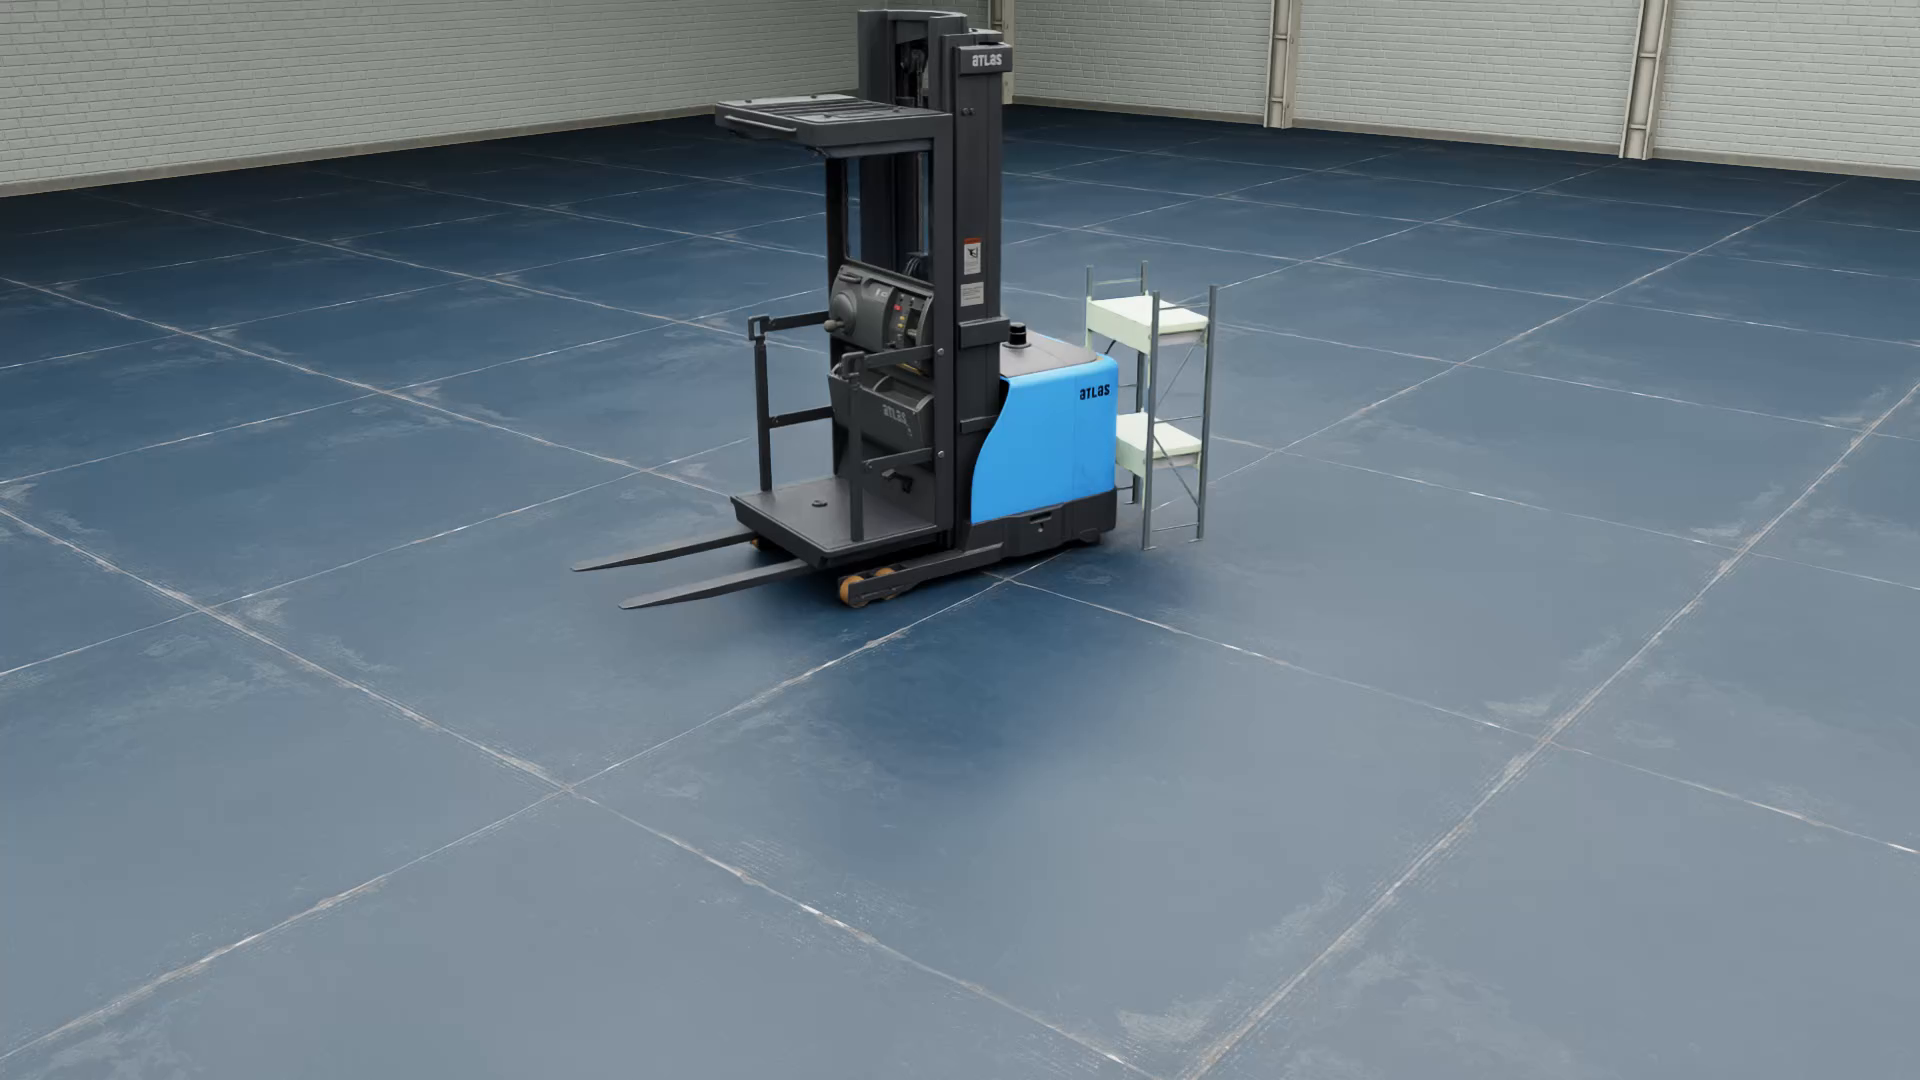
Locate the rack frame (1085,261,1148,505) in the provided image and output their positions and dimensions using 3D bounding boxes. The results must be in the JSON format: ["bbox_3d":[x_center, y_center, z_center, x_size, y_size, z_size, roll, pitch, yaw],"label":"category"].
[{"bbox_3d":[0.919,-0.907,9.947,0.400,1.500,0.023,-9,23,-23],"label":"rack frame"}]

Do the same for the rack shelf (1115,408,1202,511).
[{"bbox_3d":[1.074,-0.485,9.752,0.431,0.370,0.720,-9,23,-23],"label":"rack shelf"}]

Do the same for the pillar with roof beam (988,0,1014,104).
[{"bbox_3d":[-1.953,-11.408,27.168,0.400,9.000,9.100,16,26,36],"label":"pillar with roof beam"}]

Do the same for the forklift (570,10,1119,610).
[{"bbox_3d":[-0.597,-1.226,8.766,3.031,2.935,1.130,-14,25,-32],"label":"forklift"}]

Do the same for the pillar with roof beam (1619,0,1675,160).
[{"bbox_3d":[7.344,-8.731,20.068,0.400,9.000,9.100,16,26,36],"label":"pillar with roof beam"}]

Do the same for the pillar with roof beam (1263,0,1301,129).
[{"bbox_3d":[2.695,-10.070,23.618,0.400,9.000,9.100,16,26,36],"label":"pillar with roof beam"}]

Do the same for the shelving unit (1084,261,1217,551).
[{"bbox_3d":[1.074,-0.790,9.637,0.431,1.500,0.755,-9,23,-23],"label":"shelving unit"}]

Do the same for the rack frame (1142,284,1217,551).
[{"bbox_3d":[1.228,-0.673,9.326,0.400,1.500,0.023,-9,23,-23],"label":"rack frame"}]

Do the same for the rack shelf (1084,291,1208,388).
[{"bbox_3d":[1.074,-1.155,9.499,0.431,0.370,0.720,-9,23,-23],"label":"rack shelf"}]
